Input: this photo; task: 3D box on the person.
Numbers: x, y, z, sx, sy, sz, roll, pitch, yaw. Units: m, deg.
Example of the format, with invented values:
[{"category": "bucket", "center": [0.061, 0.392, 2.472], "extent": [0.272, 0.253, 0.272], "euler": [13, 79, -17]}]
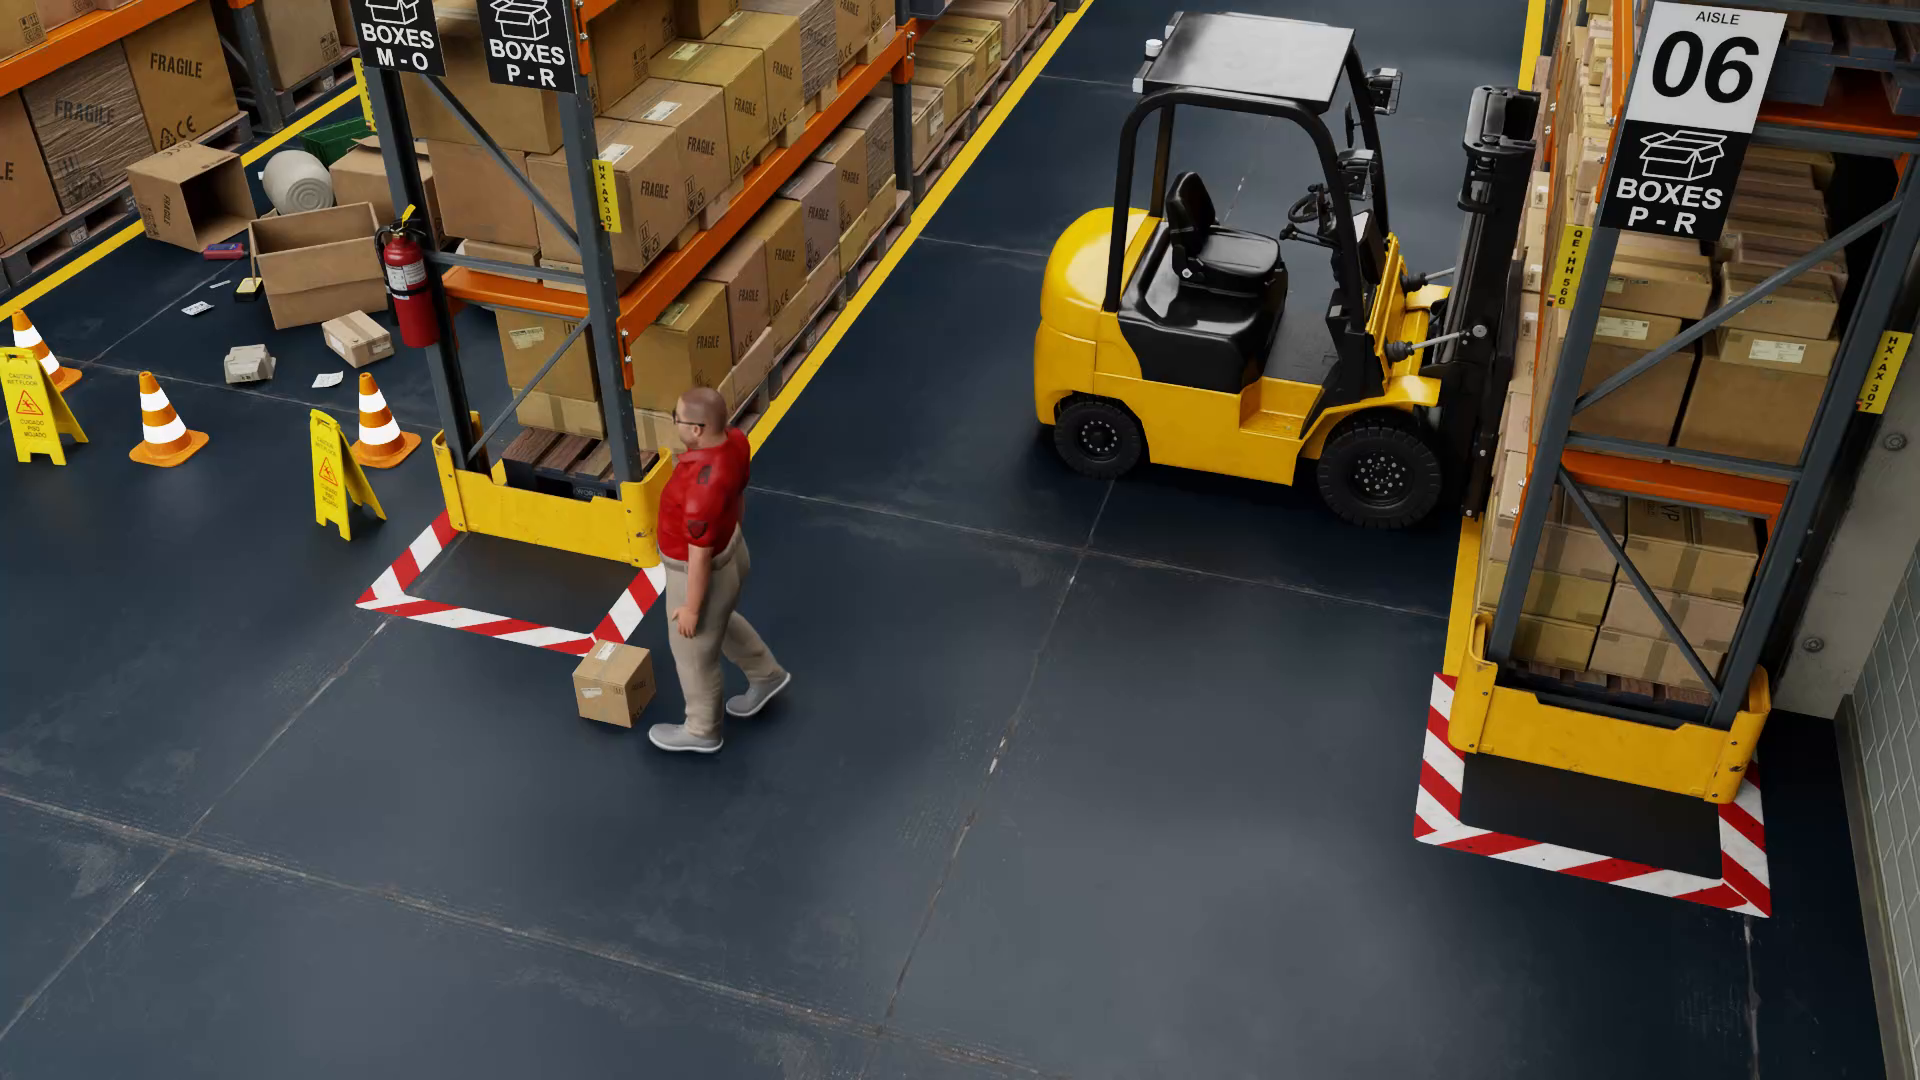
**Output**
[{"category": "person", "center": [-1.049, 0.133, 6.733], "extent": [0.551, 1.741, 0.555], "euler": [6, 37, 8]}]
